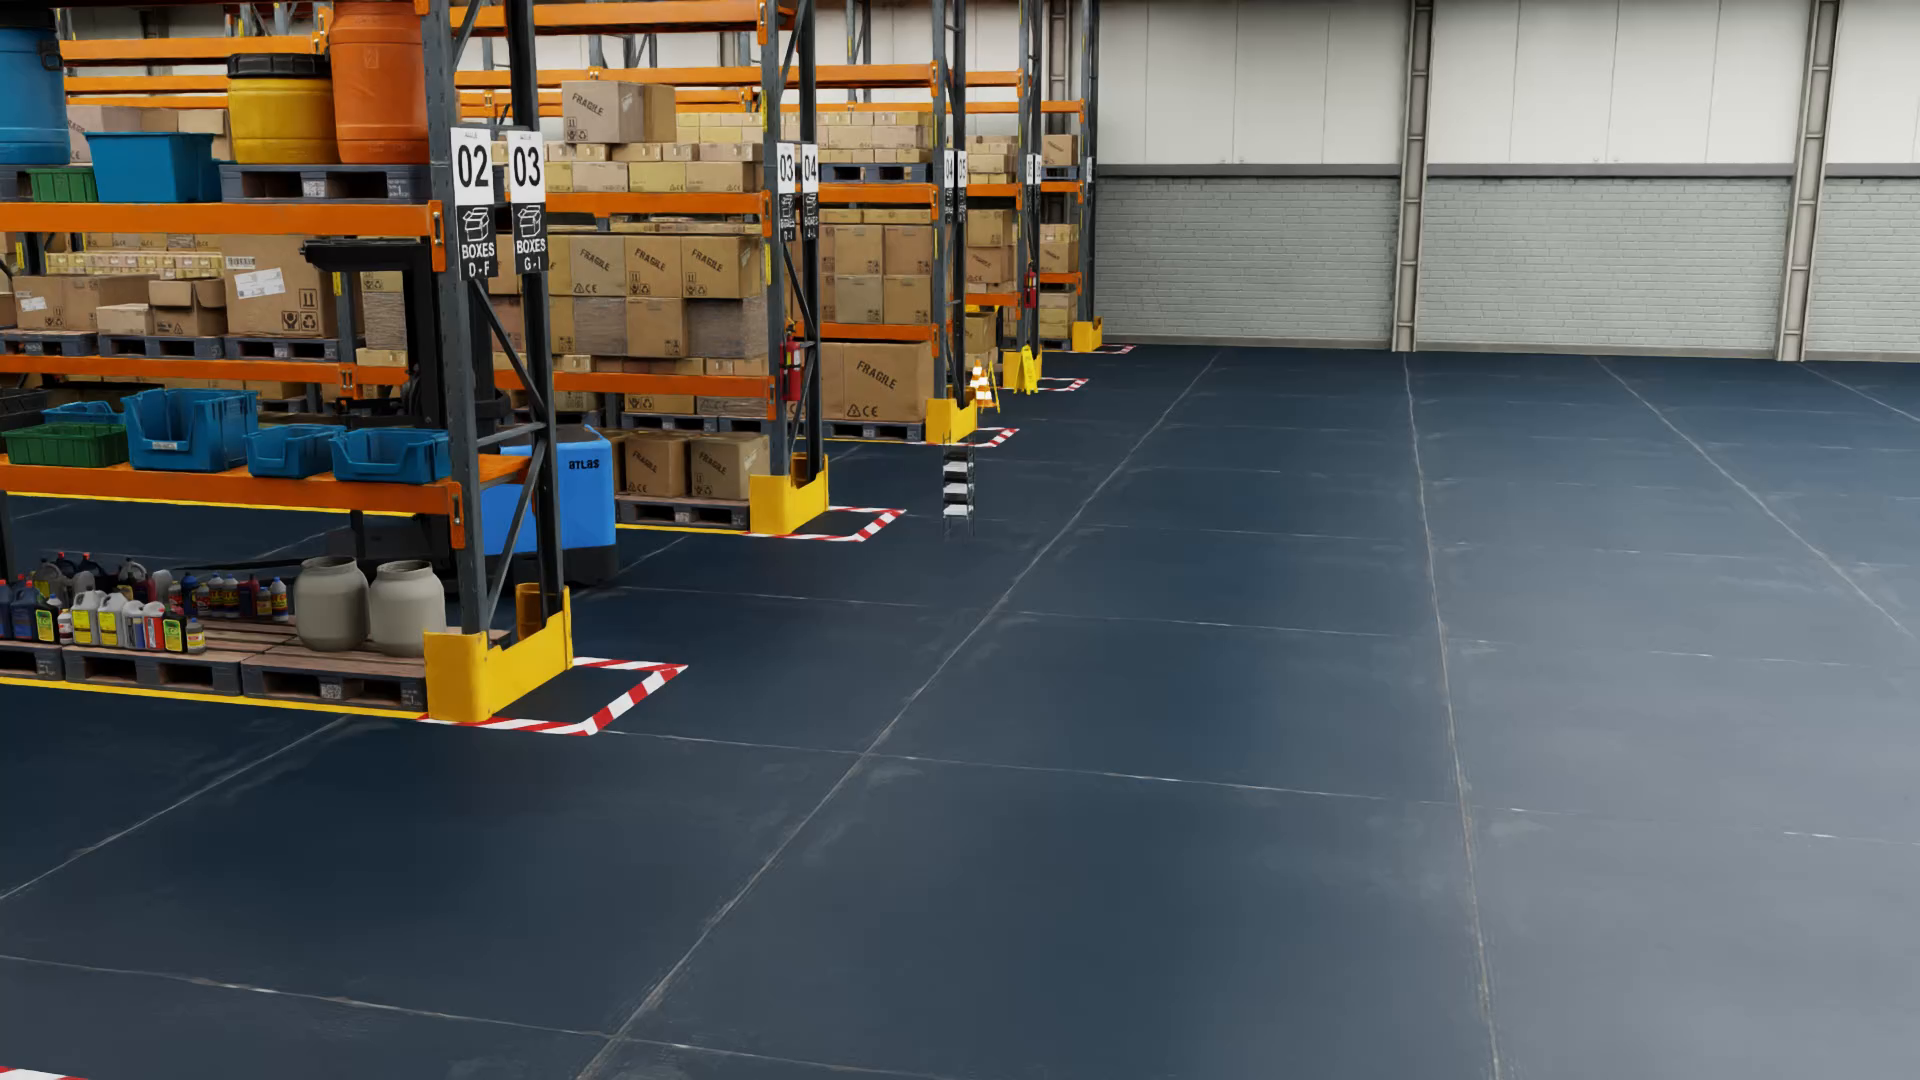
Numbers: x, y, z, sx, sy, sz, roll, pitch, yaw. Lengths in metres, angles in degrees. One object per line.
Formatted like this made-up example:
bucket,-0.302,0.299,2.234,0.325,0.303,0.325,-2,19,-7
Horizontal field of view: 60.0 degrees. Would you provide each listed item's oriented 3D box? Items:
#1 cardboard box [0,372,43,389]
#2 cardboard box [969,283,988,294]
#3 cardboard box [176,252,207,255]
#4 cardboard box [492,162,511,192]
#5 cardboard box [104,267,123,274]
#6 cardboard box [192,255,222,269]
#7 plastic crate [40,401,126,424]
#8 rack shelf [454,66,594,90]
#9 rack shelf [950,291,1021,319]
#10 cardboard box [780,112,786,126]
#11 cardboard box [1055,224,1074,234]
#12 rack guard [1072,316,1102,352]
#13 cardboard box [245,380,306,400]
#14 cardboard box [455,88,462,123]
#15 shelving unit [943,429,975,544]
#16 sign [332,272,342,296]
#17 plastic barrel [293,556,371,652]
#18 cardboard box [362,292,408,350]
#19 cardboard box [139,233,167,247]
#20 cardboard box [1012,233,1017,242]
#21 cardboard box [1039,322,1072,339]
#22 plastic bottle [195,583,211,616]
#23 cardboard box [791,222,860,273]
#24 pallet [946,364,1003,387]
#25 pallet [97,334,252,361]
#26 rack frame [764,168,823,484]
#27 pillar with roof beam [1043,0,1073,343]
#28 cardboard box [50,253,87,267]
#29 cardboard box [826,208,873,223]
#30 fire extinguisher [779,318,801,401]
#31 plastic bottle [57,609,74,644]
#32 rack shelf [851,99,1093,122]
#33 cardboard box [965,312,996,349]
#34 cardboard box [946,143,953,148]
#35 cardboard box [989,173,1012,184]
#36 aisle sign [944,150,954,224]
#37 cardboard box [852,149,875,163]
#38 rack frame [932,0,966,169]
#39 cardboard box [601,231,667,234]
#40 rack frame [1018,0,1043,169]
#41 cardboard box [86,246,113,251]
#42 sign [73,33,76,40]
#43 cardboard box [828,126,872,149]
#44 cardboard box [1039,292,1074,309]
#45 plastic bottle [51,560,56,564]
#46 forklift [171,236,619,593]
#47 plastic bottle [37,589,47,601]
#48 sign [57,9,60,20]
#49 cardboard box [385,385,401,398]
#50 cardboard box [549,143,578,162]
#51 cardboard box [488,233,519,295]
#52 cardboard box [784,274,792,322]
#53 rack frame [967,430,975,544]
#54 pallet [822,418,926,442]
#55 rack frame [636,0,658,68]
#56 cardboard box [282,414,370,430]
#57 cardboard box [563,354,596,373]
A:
cardboard box,-9.834,-1.254,16.395,0.875,0.875,1.225,2,13,11
cardboard box,0.285,-3.556,23.417,0.250,0.149,0.380,3,13,13
cardboard box,-9.803,-3.603,21.284,0.250,0.149,0.380,3,13,13
cardboard box,-3.916,-3.098,14.192,0.500,0.250,0.500,3,13,11
cardboard box,-10.476,-3.348,20.824,0.250,0.149,0.380,4,13,16
cardboard box,-9.226,-3.426,20.486,0.250,0.149,0.380,3,13,15
plastic crate,-5.333,-0.724,10.414,0.616,0.251,0.499,3,13,14
rack shelf,-5.941,-5.362,19.711,4.000,0.370,1.077,3,13,14
rack shelf,-0.970,-3.467,24.097,4.000,0.370,1.077,3,13,14
cardboard box,-2.005,-4.679,18.509,0.250,0.149,0.380,3,13,14
cardboard box,1.759,-5.244,28.028,0.250,0.149,0.380,3,13,14
rack guard,2.181,-3.537,28.522,0.348,0.500,1.175,3,13,14
cardboard box,-8.584,-2.047,20.839,0.500,0.500,0.500,3,13,13
cardboard box,-4.788,-3.771,14.808,0.500,0.500,0.500,3,13,12
shelving unit,-0.008,-0.440,13.638,0.210,0.900,0.258,3,13,14
sign,-5.415,-2.287,14.442,0.005,0.325,0.100,3,13,14
plastic barrel,-3.733,0.376,9.887,0.421,0.512,0.421,0,13,0
cardboard box,-4.864,-1.996,14.887,0.500,0.500,0.875,3,13,14
cardboard box,-12.675,-4.921,26.449,0.500,0.500,0.500,3,13,14
cardboard box,1.024,-5.132,28.210,0.250,0.149,0.380,3,13,13
cardboard box,1.626,-3.579,28.320,0.500,0.250,0.500,3,13,14
plastic bottle,-4.801,0.374,10.565,0.097,0.201,0.097,0,13,0
cardboard box,-1.534,-3.363,19.127,0.550,0.550,0.875,3,13,14
pallet,0.118,-2.407,24.095,1.213,0.211,1.003,3,13,14
pallet,-7.238,-1.858,15.626,1.213,0.211,1.003,3,13,14
rack frame,-1.402,-1.631,14.158,0.127,3.000,1.000,3,13,14
pillar with roof beam,0.666,-7.008,24.544,0.400,9.000,9.100,3,13,14
cardboard box,-11.222,-3.534,20.973,0.250,0.149,0.380,3,13,15
cardboard box,-1.564,-4.473,23.744,0.500,0.500,0.700,3,13,12
fire extinguisher,-1.402,-1.490,13.703,0.183,0.674,0.296,3,13,14
plastic bottle,-5.336,0.513,9.940,0.097,0.201,0.097,0,13,0
rack shelf,0.216,-7.245,28.196,4.000,0.370,1.077,3,13,14
cardboard box,0.232,-3.045,24.178,0.500,0.500,0.500,3,13,12
cardboard box,-0.154,-5.456,23.214,0.250,0.149,0.380,3,13,14
cardboard box,0.559,-5.016,23.072,0.250,0.149,0.380,3,13,14
aisle sign,-0.119,-3.871,18.253,0.004,0.787,0.394,3,13,14
cardboard box,-1.014,-4.236,18.358,0.250,0.149,0.380,3,13,14
rack frame,-0.116,-5.597,18.186,0.127,3.000,1.000,3,13,14
cardboard box,-2.840,-2.452,14.633,0.500,0.500,0.500,3,13,14
rack frame,0.972,-6.643,22.902,0.127,3.000,1.000,3,13,14
cardboard box,-13.667,-4.488,26.807,0.500,0.500,0.500,3,13,13
sign,-14.418,-8.082,27.045,0.005,0.325,0.100,3,13,14
cardboard box,-1.143,-4.451,18.406,0.500,0.250,0.500,3,13,14
cardboard box,1.636,-4.068,28.213,0.500,0.250,0.500,4,13,15
plastic bottle,-5.926,0.270,10.846,0.133,0.283,0.061,4,13,16
forklift,-4.080,-1.075,11.814,3.031,2.935,1.130,-5,13,-21
plastic bottle,-5.619,0.432,10.146,0.097,0.271,0.097,0,13,0
sign,-11.639,-6.870,21.402,0.005,0.325,0.100,3,13,14
cardboard box,-6.464,-2.095,20.476,0.750,0.750,1.050,3,13,14
cardboard box,-3.263,-3.258,13.995,0.250,0.149,0.380,2,13,11
cardboard box,-3.939,-2.392,14.363,0.500,0.500,0.500,3,13,14
cardboard box,-2.064,-2.850,19.306,0.500,0.550,0.875,3,13,14
rack frame,0.091,-0.434,13.614,0.006,0.900,0.240,3,13,14
pallet,-0.911,-1.332,19.251,1.213,0.211,1.003,3,13,14
rack frame,-5.609,-8.103,29.478,0.127,3.000,1.000,3,13,14
cardboard box,-5.877,-0.869,15.481,0.500,0.500,0.700,2,13,9
cardboard box,-3.210,-1.535,14.308,0.250,0.149,0.380,3,13,14
